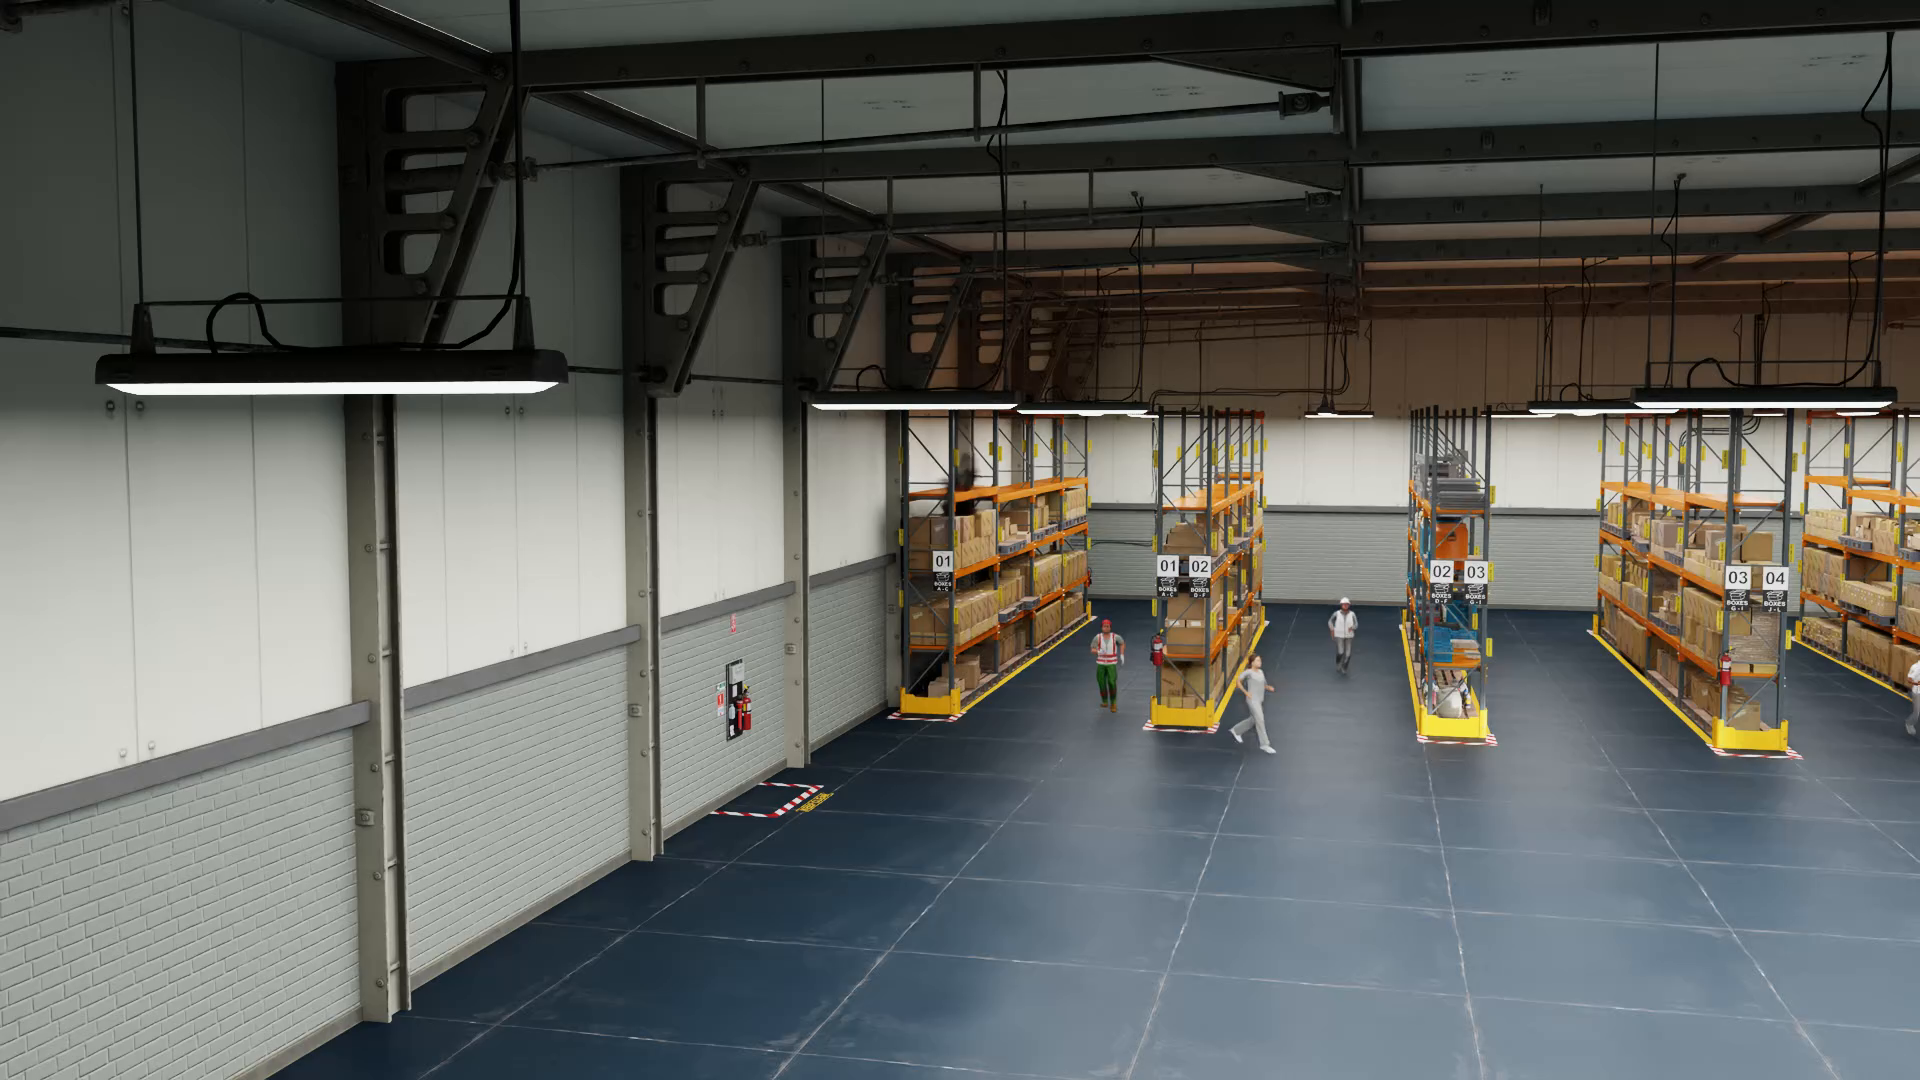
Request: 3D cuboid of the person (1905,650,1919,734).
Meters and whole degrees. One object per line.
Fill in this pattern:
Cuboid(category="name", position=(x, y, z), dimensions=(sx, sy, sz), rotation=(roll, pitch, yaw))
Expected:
Cuboid(category="person", position=(17.143, 2.748, 29.590), dimensions=(0.587, 1.701, 0.930), rotation=(0, 4, 6))

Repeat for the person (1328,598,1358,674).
Cuboid(category="person", position=(8.626, 2.172, 37.341), dimensions=(0.644, 1.730, 0.591), rotation=(0, 4, 5))

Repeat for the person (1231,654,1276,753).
Cuboid(category="person", position=(5.095, 2.809, 28.870), dimensions=(0.955, 1.680, 0.567), rotation=(4, 6, 43))

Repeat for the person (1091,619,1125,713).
Cuboid(category="person", position=(2.876, 2.464, 32.511), dimensions=(0.645, 1.820, 0.735), rotation=(1, 4, 11))
